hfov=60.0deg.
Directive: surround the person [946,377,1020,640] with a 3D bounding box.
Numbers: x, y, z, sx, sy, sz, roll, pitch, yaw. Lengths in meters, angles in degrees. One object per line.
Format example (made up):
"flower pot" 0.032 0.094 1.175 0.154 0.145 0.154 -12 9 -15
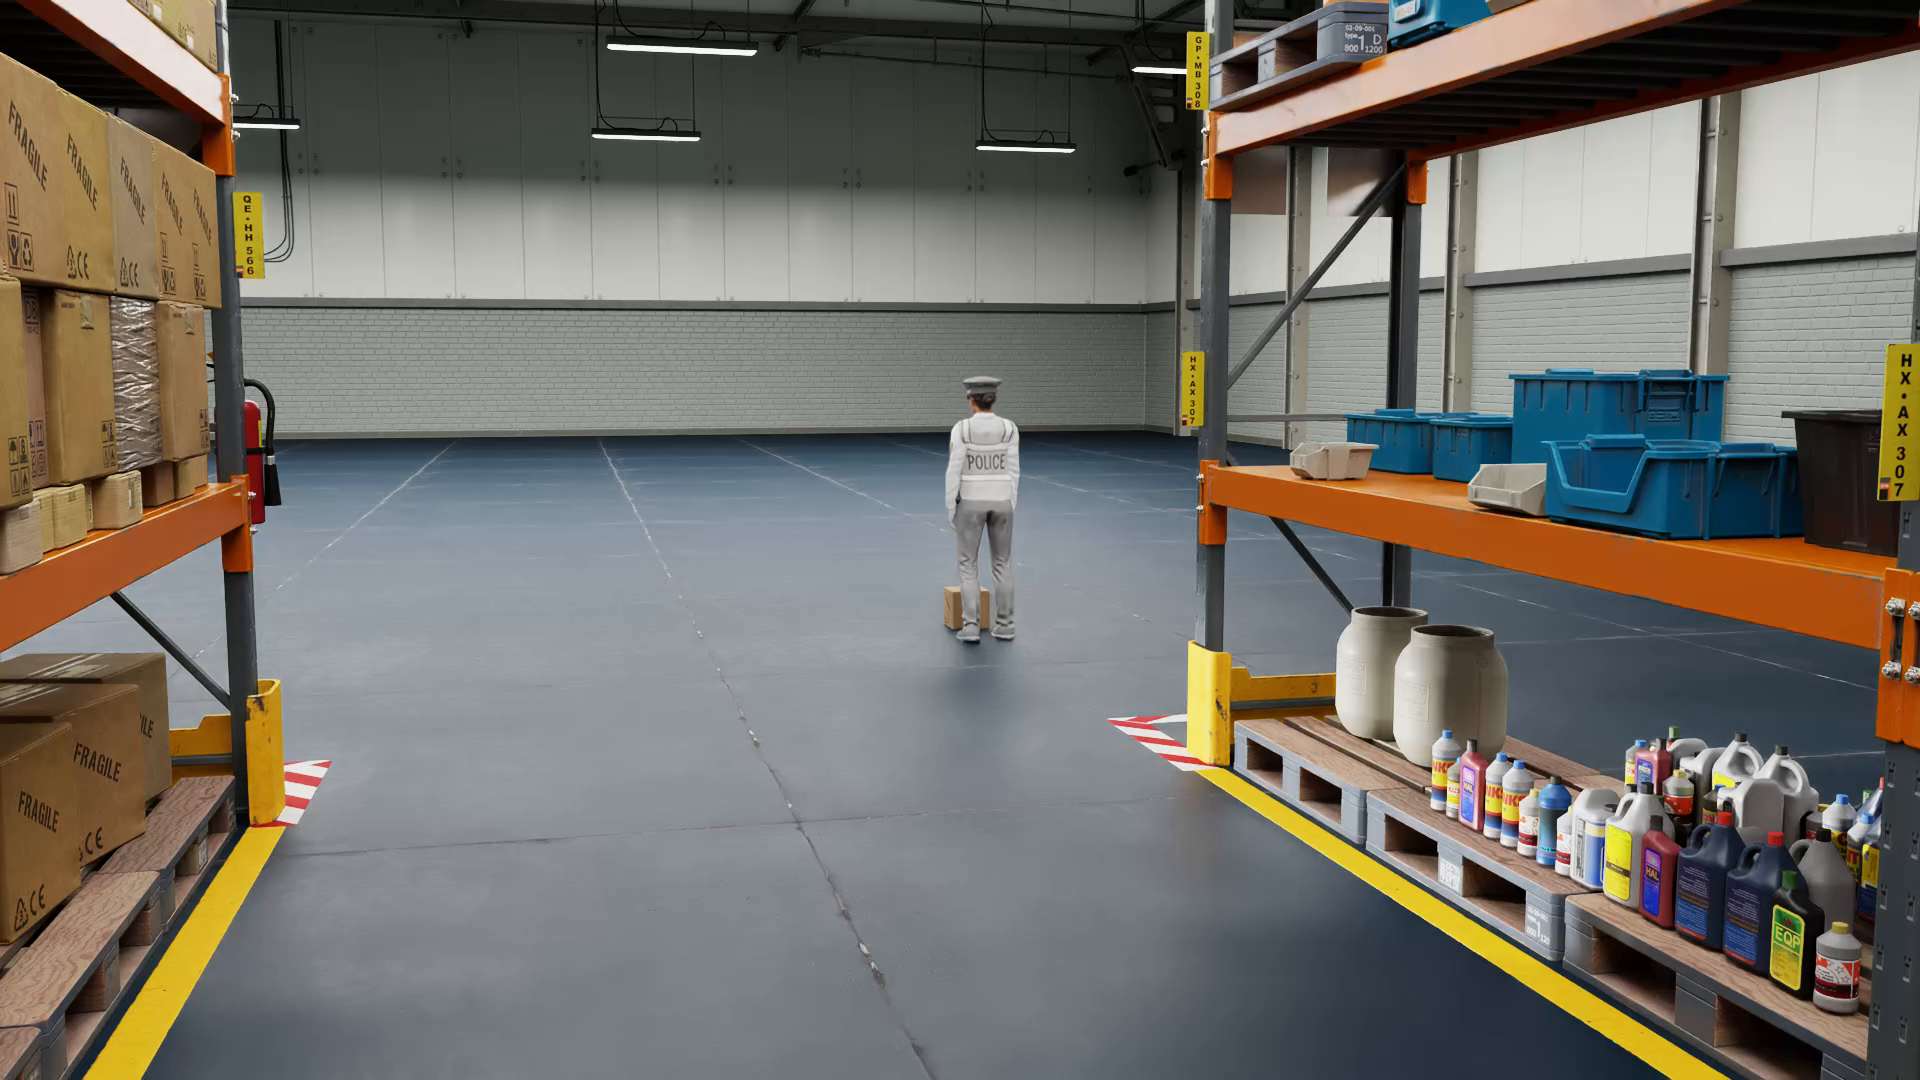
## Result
"person" 0.137 -0.192 10.485 0.471 1.665 0.327 -1 6 -13
